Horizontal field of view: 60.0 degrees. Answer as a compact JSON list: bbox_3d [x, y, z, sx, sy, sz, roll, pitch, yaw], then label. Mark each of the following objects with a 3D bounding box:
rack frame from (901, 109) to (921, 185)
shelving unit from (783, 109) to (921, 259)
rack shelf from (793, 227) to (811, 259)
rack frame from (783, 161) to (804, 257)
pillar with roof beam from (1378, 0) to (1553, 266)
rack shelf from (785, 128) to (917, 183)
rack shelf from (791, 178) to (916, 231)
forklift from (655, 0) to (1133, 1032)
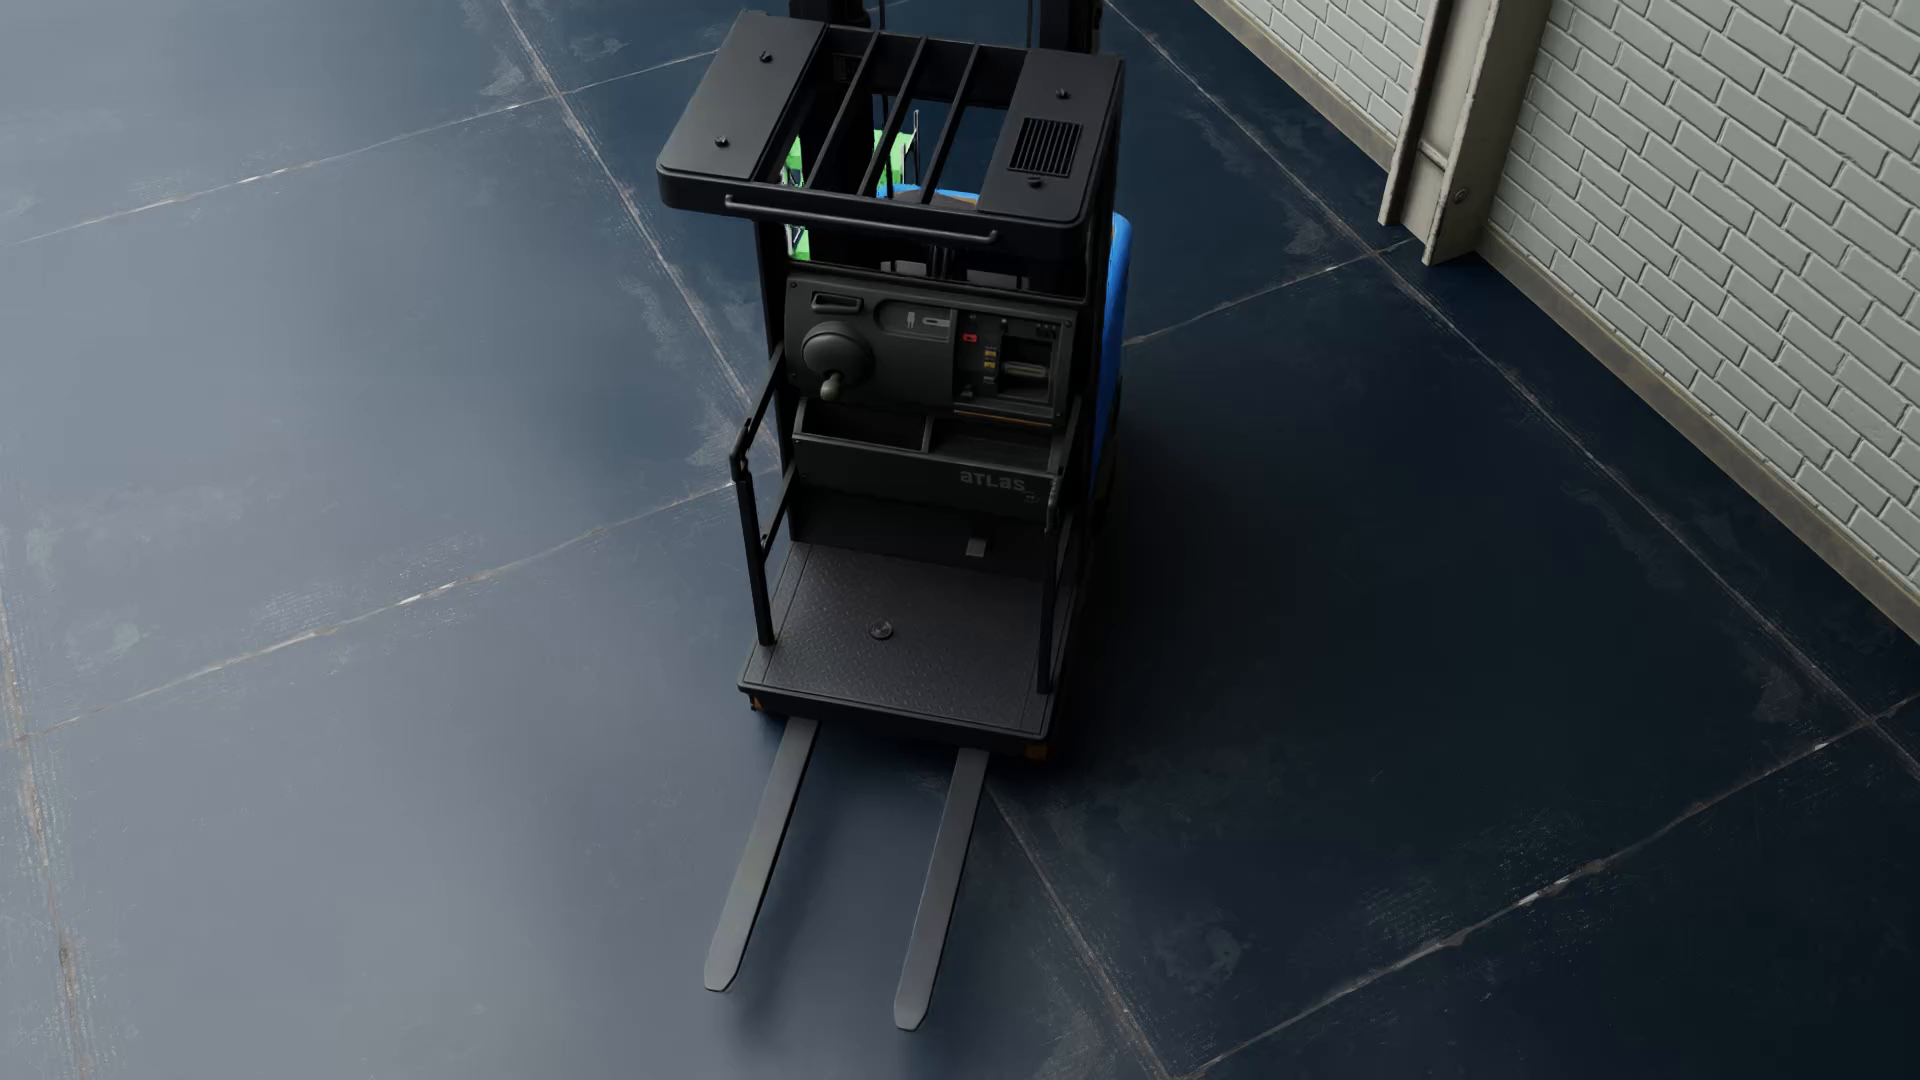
[{"bbox_3d":[-0.194,-1.211,6.904,0.015,1.200,0.240,10,50,9],"label":"rack frame"},{"bbox_3d":[-0.431,-1.252,6.941,0.503,1.200,0.258,10,50,9],"label":"shelving unit"},{"bbox_3d":[-0.431,-1.210,6.989,0.480,0.148,0.258,10,50,9],"label":"rack shelf"},{"bbox_3d":[-0.669,-1.294,6.977,0.015,1.200,0.240,10,50,9],"label":"rack frame"},{"bbox_3d":[-1.598,-2.940,3.235,9.100,9.000,0.400,-21,52,-18],"label":"pillar with roof beam"},{"bbox_3d":[-0.431,-1.526,6.627,0.480,0.148,0.258,10,50,9],"label":"rack shelf"},{"bbox_3d":[-0.431,-1.368,6.808,0.480,0.148,0.258,10,50,9],"label":"rack shelf"},{"bbox_3d":[-0.143,-0.494,5.127,1.130,2.935,3.031,9,49,8],"label":"forklift"}]
